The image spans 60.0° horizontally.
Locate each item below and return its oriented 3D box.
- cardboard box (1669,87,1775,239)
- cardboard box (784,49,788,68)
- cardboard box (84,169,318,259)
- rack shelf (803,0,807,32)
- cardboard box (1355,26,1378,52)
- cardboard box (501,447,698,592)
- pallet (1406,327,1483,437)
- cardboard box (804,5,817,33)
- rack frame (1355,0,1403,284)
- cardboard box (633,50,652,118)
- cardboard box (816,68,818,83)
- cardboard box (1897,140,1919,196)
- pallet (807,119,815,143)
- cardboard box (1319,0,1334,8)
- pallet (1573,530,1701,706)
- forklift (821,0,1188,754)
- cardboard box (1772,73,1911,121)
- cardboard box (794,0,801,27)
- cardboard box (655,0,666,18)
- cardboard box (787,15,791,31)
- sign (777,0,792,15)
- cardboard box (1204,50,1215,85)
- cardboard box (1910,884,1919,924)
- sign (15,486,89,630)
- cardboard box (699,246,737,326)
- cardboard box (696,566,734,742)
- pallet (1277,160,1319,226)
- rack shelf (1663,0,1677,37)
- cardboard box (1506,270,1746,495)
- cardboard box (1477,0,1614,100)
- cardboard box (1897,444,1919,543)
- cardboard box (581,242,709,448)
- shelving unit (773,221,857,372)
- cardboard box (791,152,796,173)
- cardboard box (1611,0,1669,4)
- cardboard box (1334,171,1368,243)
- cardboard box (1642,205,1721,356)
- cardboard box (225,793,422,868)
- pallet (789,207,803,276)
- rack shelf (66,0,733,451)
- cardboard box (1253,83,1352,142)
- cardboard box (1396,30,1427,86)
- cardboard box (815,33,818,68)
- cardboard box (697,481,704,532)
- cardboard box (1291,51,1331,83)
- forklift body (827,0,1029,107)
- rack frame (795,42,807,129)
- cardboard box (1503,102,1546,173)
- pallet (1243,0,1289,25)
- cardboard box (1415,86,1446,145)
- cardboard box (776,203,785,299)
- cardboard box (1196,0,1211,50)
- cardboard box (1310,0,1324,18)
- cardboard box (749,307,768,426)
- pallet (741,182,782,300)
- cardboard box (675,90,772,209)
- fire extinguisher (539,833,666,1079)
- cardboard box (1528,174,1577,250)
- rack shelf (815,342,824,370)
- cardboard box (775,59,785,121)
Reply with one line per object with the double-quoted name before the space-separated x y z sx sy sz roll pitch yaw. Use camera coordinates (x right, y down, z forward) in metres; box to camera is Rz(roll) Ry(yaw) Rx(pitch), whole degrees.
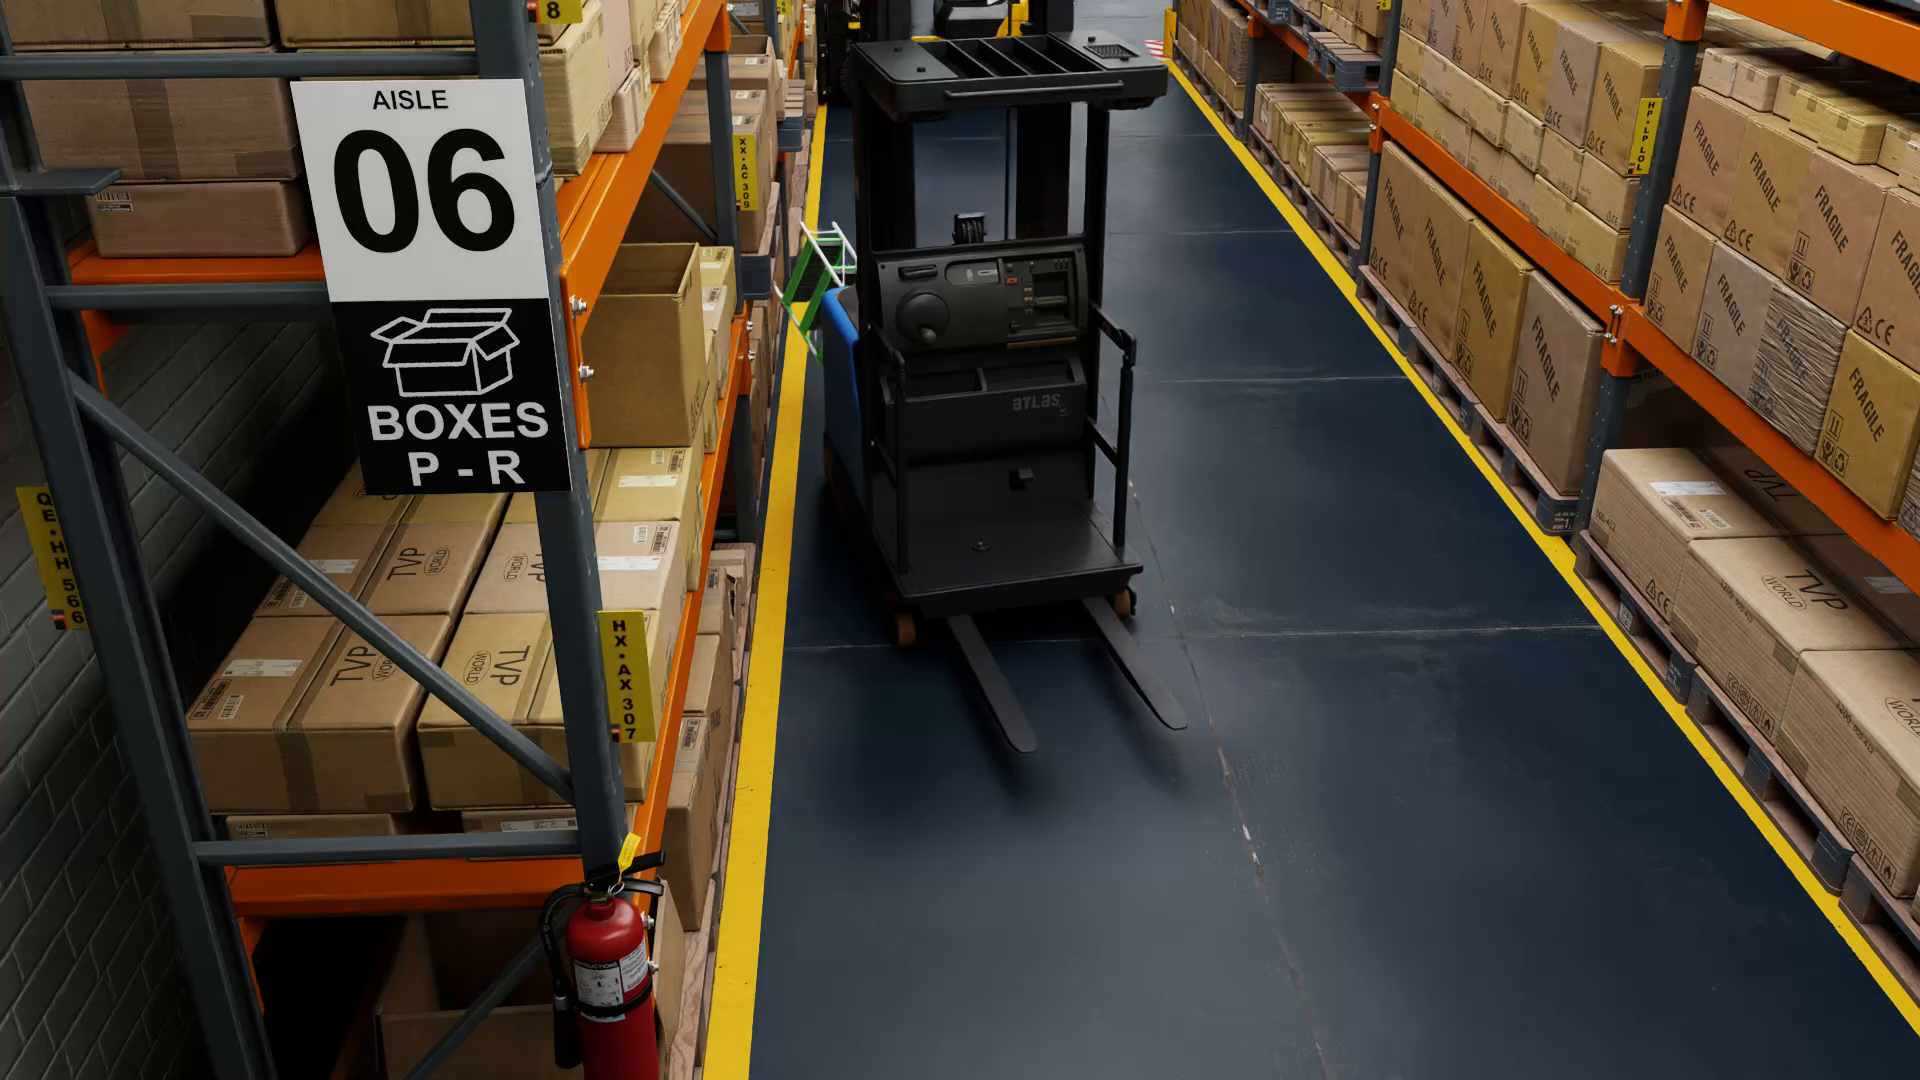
"cardboard box" 3.284 -1.542 6.774 0.500 0.500 0.500 -1 28 -2
"cardboard box" -1.465 -3.383 11.654 0.500 0.250 0.500 -2 28 -4
"cardboard box" -1.495 -0.672 3.324 0.380 0.149 0.250 -1 28 -1
"rack shelf" -1.978 -5.458 16.249 1.077 0.370 4.000 -1 28 -3
"cardboard box" 2.954 -3.470 11.478 0.380 0.149 0.250 -1 28 -2
"cardboard box" -1.058 -0.060 4.962 0.500 0.250 0.500 -2 28 -4
"pallet" 3.319 -0.963 9.869 1.003 0.211 1.213 -1 28 -3
"cardboard box" -1.640 -4.961 15.955 0.500 0.250 0.500 0 28 -1
"rack frame" 3.292 -3.128 11.003 1.000 3.000 0.127 -1 28 -3
"cardboard box" -0.999 -1.161 4.260 0.380 0.149 0.250 -1 28 -3
"cardboard box" -1.653 -4.523 16.197 0.500 0.250 0.500 -1 28 -2
"cardboard box" 3.319 -1.200 5.416 0.380 0.149 0.250 -1 28 -2
"pallet" -1.873 -3.985 15.663 1.003 0.211 1.213 -1 28 -3
"cardboard box" 2.925 -4.165 12.108 0.500 0.500 0.500 -3 28 -6
"pallet" 3.462 0.309 7.429 1.003 0.211 1.213 -1 28 -3
"forklift" 0.161 -1.019 7.034 1.130 2.935 3.031 -7 28 -13
"cardboard box" 3.343 -1.669 6.315 0.380 0.149 0.250 -2 28 -3
"cardboard box" -1.554 -4.328 13.467 0.500 0.250 0.500 -2 28 -3
"cardboard box" -1.109 -1.628 4.724 0.500 0.250 0.500 -2 28 -3
"cardboard box" -1.478 -3.845 12.001 0.500 0.250 0.500 -2 28 -4
"sign" -1.123 -3.502 10.554 0.100 0.325 0.005 -1 28 -3
"cardboard box" 2.724 -4.689 16.516 0.500 0.250 0.500 -1 28 -2
"cardboard box" 3.575 1.214 4.995 0.875 0.438 0.875 -2 28 -4
"sign" -1.802 0.039 3.338 0.100 0.325 0.005 -1 28 -3
"cardboard box" -1.186 -0.995 6.755 0.500 0.250 0.500 -1 28 -1
"cardboard box" -1.244 0.451 6.391 0.700 0.500 0.500 -2 28 -5
"pallet" 3.192 -2.814 13.418 1.003 0.211 1.213 -1 28 -3
"rack shelf" 3.396 -3.215 8.705 1.077 0.370 4.000 -1 28 -3
"cardboard box" 3.389 -0.809 8.401 0.875 0.875 0.875 -1 28 -1
"cardboard box" 3.144 -2.680 8.956 0.500 0.500 0.500 -1 28 -2
"cardboard box" 3.372 -0.163 5.211 0.500 0.500 0.500 -1 28 -1
"cardboard box" -1.080 -0.618 5.221 0.500 0.500 0.500 -1 28 -1
"shelving unit" -0.642 -1.226 9.488 0.258 0.503 1.200 -9 54 -36
"cardboard box" -1.802 -3.387 13.615 0.875 0.625 0.625 -2 28 -3
"cardboard box" 3.654 -2.683 8.961 0.500 0.500 0.500 -2 28 -3
"cardboard box" 3.272 -2.410 12.014 0.950 0.372 0.625 -3 28 -6
"cardboard box" 3.264 -1.102 7.011 0.500 0.500 0.500 -1 28 -1
"cardboard box" -1.532 0.653 4.026 0.380 0.149 0.250 -2 28 -3
"pallet" -1.669 -2.151 12.146 1.003 0.211 1.213 -1 28 -3
"rack shelf" -1.351 -1.246 4.930 1.077 0.370 4.000 -1 28 -3
"cardboard box" 3.113 -3.754 14.591 0.950 0.372 0.625 -1 28 -2
"cardboard box" 3.072 -3.043 10.462 0.500 0.250 0.500 -2 28 -3
"cardboard box" -1.634 -4.738 16.069 0.500 0.250 0.500 -2 28 -3
"cardboard box" -1.042 -0.076 5.424 0.380 0.149 0.250 -1 28 -1
"cardboard box" 3.322 -4.553 15.445 0.500 0.500 0.500 0 28 0
"forklift body" -0.162 -5.493 16.455 2.313 2.155 1.214 -1 28 -3
"rack frame" -1.874 -4.853 14.312 1.000 3.000 0.127 -1 28 -3
"cardboard box" 3.168 -2.103 8.660 0.500 0.250 0.500 -1 28 -1
"pallet" 2.978 -4.533 13.906 1.003 0.211 1.213 -1 28 -3
"cardboard box" 3.111 -2.592 10.139 0.500 0.250 0.500 -2 28 -4
"cardboard box" -1.428 -1.894 10.887 0.500 0.500 0.500 -1 28 -1
"cardboard box" 2.692 -5.258 16.797 0.500 0.500 0.500 -1 28 -2
"cardboard box" 2.880 -4.062 12.612 0.380 0.149 0.250 -2 28 -4
"cardboard box" -1.316 -0.942 9.061 0.500 0.500 0.500 -2 28 -4
"pallet" -1.389 -1.445 7.985 1.003 0.211 1.213 -1 28 -3
"cardboard box" -1.285 -1.857 8.005 0.700 0.500 0.500 -1 28 -2
"fire extinguisher" -0.778 0.945 3.682 0.296 0.674 0.183 -1 28 -3
"cardboard box" 3.200 -1.650 8.333 0.500 0.250 0.500 -2 28 -3
"rack shelf" -0.613 -1.178 9.457 0.258 0.480 0.148 -9 54 -36
"cardboard box" -1.286 -2.646 9.788 0.500 0.250 0.500 -3 28 -5
